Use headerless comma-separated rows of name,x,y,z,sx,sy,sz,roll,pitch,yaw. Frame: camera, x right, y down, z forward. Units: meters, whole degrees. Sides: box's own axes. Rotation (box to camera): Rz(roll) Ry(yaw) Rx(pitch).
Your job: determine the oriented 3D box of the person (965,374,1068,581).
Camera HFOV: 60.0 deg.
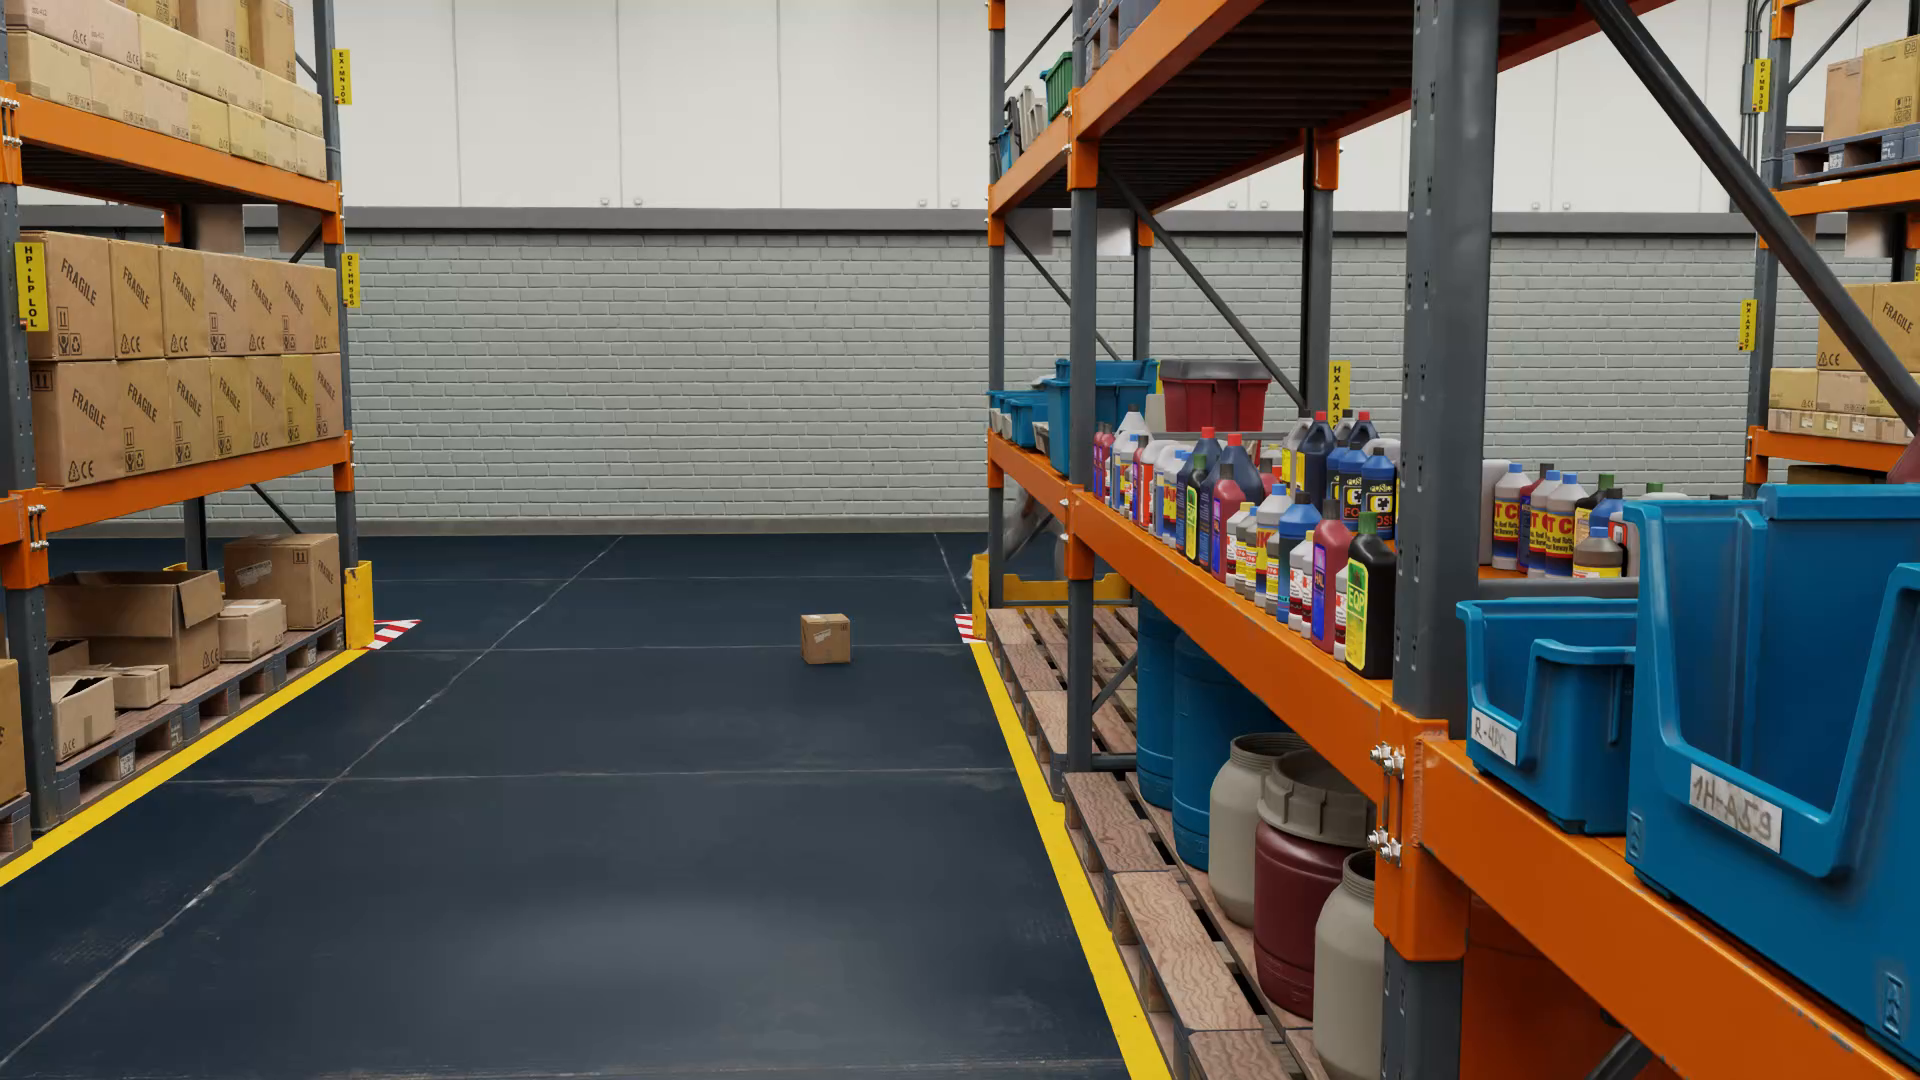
person,0.513,-0.370,11.775,0.936,1.641,0.537,0,7,-4
